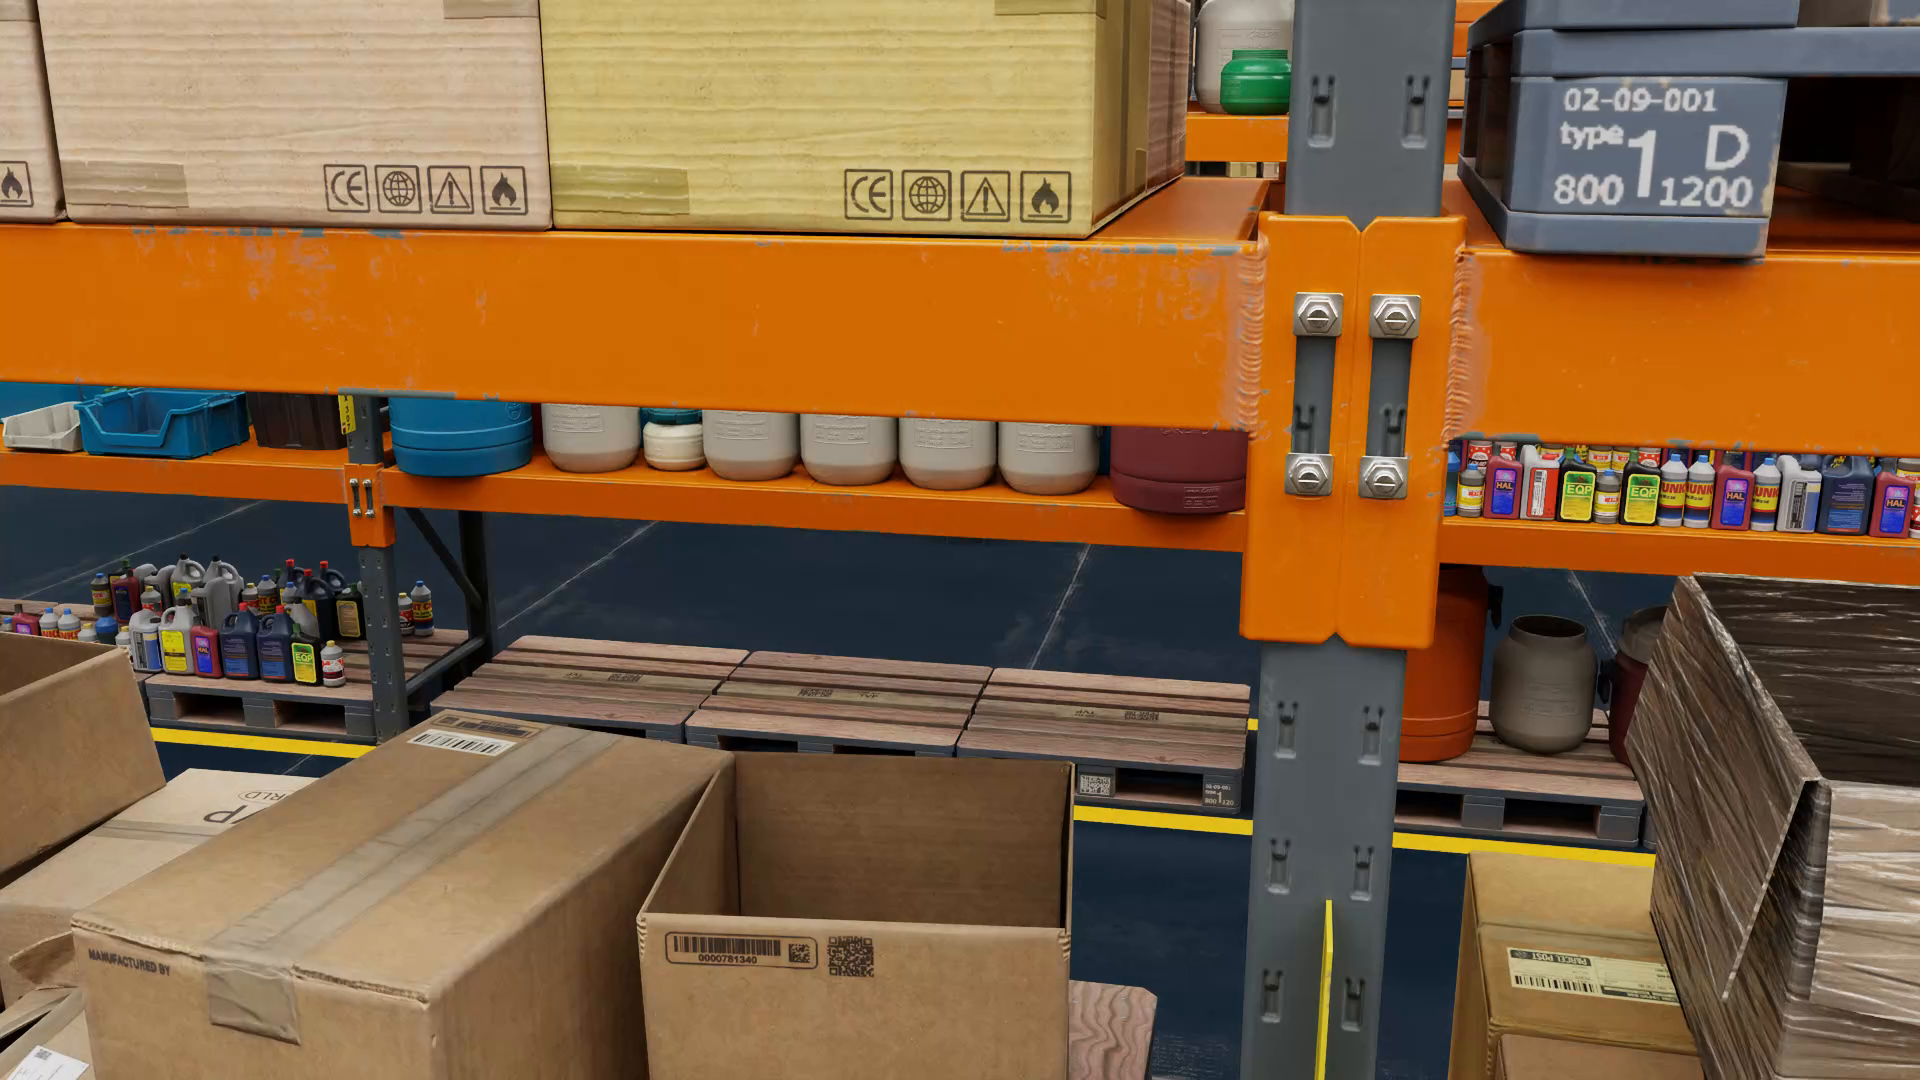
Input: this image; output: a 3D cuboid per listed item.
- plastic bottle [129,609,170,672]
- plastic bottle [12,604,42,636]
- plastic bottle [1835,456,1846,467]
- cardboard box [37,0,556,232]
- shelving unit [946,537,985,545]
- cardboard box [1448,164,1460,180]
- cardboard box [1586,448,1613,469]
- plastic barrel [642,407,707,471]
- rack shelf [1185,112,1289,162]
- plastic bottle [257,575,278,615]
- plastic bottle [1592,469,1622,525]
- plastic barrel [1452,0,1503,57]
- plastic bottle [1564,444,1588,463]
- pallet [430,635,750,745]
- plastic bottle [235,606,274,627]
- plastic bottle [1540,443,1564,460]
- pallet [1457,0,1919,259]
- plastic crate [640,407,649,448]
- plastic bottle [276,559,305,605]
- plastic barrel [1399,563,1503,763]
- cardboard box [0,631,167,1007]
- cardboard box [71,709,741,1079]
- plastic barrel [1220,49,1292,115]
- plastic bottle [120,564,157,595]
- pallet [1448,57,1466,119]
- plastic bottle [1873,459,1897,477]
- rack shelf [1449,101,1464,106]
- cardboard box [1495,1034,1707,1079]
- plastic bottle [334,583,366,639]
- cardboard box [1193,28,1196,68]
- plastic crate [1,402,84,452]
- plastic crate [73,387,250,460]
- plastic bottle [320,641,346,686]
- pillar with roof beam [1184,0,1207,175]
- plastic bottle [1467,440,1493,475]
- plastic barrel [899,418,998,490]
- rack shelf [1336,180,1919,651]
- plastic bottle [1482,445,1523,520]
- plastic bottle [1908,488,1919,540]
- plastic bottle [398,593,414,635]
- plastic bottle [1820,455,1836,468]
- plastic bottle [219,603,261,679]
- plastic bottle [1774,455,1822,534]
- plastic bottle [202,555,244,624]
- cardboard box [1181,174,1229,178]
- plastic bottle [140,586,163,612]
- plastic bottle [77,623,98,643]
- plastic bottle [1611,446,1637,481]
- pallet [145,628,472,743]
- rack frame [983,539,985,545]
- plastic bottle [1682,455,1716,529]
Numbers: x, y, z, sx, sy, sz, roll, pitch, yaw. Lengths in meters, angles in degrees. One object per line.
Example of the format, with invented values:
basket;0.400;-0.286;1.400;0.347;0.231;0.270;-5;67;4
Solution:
plastic bottle;-3.853;0.475;7.936;0.135;0.276;0.152;3;16;12
plastic bottle;-4.488;0.449;8.015;0.133;0.283;0.061;3;16;12
plastic bottle;3.623;-0.346;6.865;0.097;0.271;0.097;0;15;0
cardboard box;-0.572;-0.478;1.762;0.500;0.250;0.500;3;16;11
shelving unit;0.052;-0.503;10.842;0.252;1.050;0.215;3;16;11
cardboard box;4.804;-3.425;15.552;0.500;0.250;0.500;3;16;11
cardboard box;4.316;-0.540;11.181;0.500;0.500;0.500;3;16;9
plastic barrel;-1.235;-0.452;7.265;0.301;0.262;0.301;0;15;0
rack shelf;-0.541;-1.622;6.957;4.000;0.370;1.077;3;16;11
plastic bottle;-3.546;0.314;8.527;0.097;0.271;0.097;0;15;0
plastic bottle;2.471;-0.168;6.353;0.097;0.201;0.097;0;15;0
plastic barrel;1.974;-2.241;6.252;0.708;0.830;0.600;3;16;11
plastic bottle;2.617;-0.401;7.062;0.097;0.271;0.097;0;15;0
pallet;-1.724;0.746;7.904;1.213;0.211;1.003;3;16;11
plastic bottle;-3.373;0.462;7.984;0.135;0.276;0.152;3;16;11
plastic bottle;2.522;-0.372;7.090;0.097;0.201;0.097;0;15;0
pallet;1.073;-0.455;1.751;1.003;0.211;1.213;4;16;14
plastic crate;-1.358;-0.645;7.730;0.575;0.384;0.392;3;16;11
plastic bottle;-3.394;0.273;8.524;0.185;0.351;0.144;2;16;9
plastic barrel;1.902;0.448;7.033;0.708;0.830;0.600;3;16;11
cardboard box;-1.771;0.482;2.653;0.637;0.503;0.797;5;16;17
cardboard box;-0.672;0.607;2.209;0.500;0.500;0.700;6;16;19
plastic barrel;1.167;-1.787;6.497;0.294;0.245;0.294;0;15;0
plastic bottle;-4.292;0.262;8.706;0.135;0.276;0.152;3;16;12
pallet;2.149;-1.705;6.263;1.213;0.211;1.003;3;16;11
plastic bottle;3.439;-0.166;6.214;0.097;0.271;0.097;0;15;0
rack shelf;4.369;-2.705;10.866;4.000;0.370;1.077;3;16;11
cardboard box;0.854;0.928;1.836;0.500;0.500;0.500;4;16;13
plastic bottle;-3.069;0.354;8.360;0.133;0.283;0.061;3;16;11
cardboard box;1.436;-3.321;11.236;0.500;0.250;0.500;4;16;13
plastic crate;-4.143;-0.523;7.754;0.437;0.136;0.530;3;16;11
plastic crate;-3.640;-0.546;7.622;0.616;0.251;0.499;3;16;11
plastic bottle;-2.919;0.569;7.736;0.097;0.201;0.097;0;15;0
pillar with roof beam;1.434;-5.069;12.434;0.400;9.000;9.100;3;16;11
plastic bottle;2.236;-0.388;7.146;0.097;0.201;0.097;0;15;0
plastic barrel;-0.045;-0.492;6.939;0.421;0.512;0.421;0;15;0
rack shelf;2.392;-0.114;1.512;4.000;0.370;1.077;3;16;11
plastic bottle;2.091;-0.224;6.399;0.133;0.283;0.061;3;16;11
plastic bottle;3.557;-0.109;6.140;0.097;0.201;0.097;0;15;0
plastic bottle;-2.826;0.370;8.455;0.097;0.201;0.097;0;15;0
plastic bottle;3.498;-0.314;6.747;0.097;0.271;0.097;0;15;0
plastic bottle;-3.378;0.466;7.829;0.185;0.351;0.144;2;16;8
plastic bottle;3.137;-0.176;6.239;0.135;0.276;0.152;3;16;11
plastic bottle;-3.811;0.251;8.605;0.185;0.351;0.144;3;16;11
cardboard box;2.377;-3.314;16.324;0.500;0.500;0.700;2;16;6
plastic bottle;-4.163;0.339;8.568;0.097;0.201;0.097;0;15;0
plastic bottle;-4.175;0.501;7.982;0.097;0.201;0.097;0;15;0
plastic bottle;2.808;-0.357;7.033;0.097;0.201;0.097;0;15;0
pallet;-3.151;0.668;8.186;1.213;0.211;1.003;3;16;11
rack frame;0.172;-0.497;10.818;0.008;1.050;0.200;3;16;11
plastic bottle;2.792;-0.185;6.281;0.097;0.271;0.097;0;15;0
